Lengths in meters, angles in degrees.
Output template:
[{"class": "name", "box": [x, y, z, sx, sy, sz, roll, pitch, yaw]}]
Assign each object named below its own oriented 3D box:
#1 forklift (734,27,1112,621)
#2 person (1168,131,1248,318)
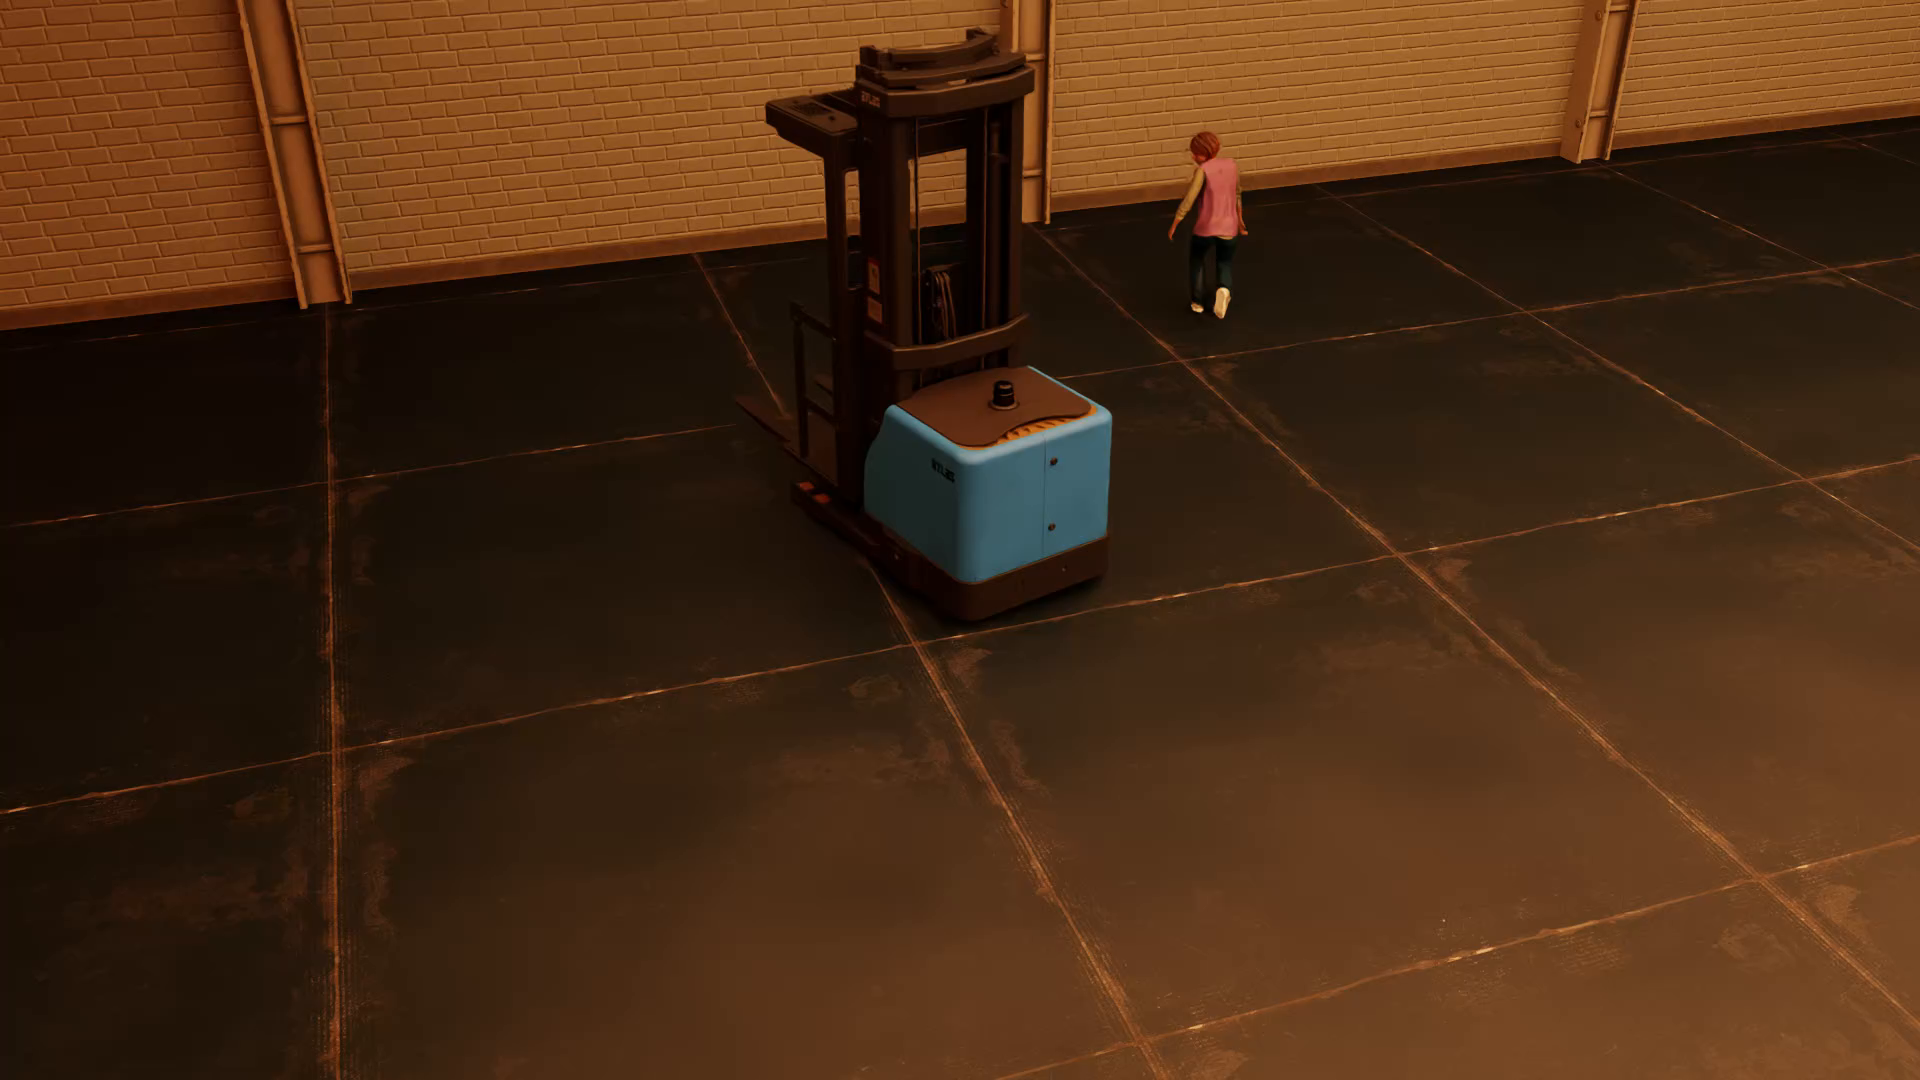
[{"class": "forklift", "box": [-0.398, -1.512, 9.715, 1.130, 2.935, 3.031, -19, 35, -29]}, {"class": "person", "box": [1.963, -2.412, 12.842, 0.692, 1.402, 0.583, -6, 30, -10]}]
